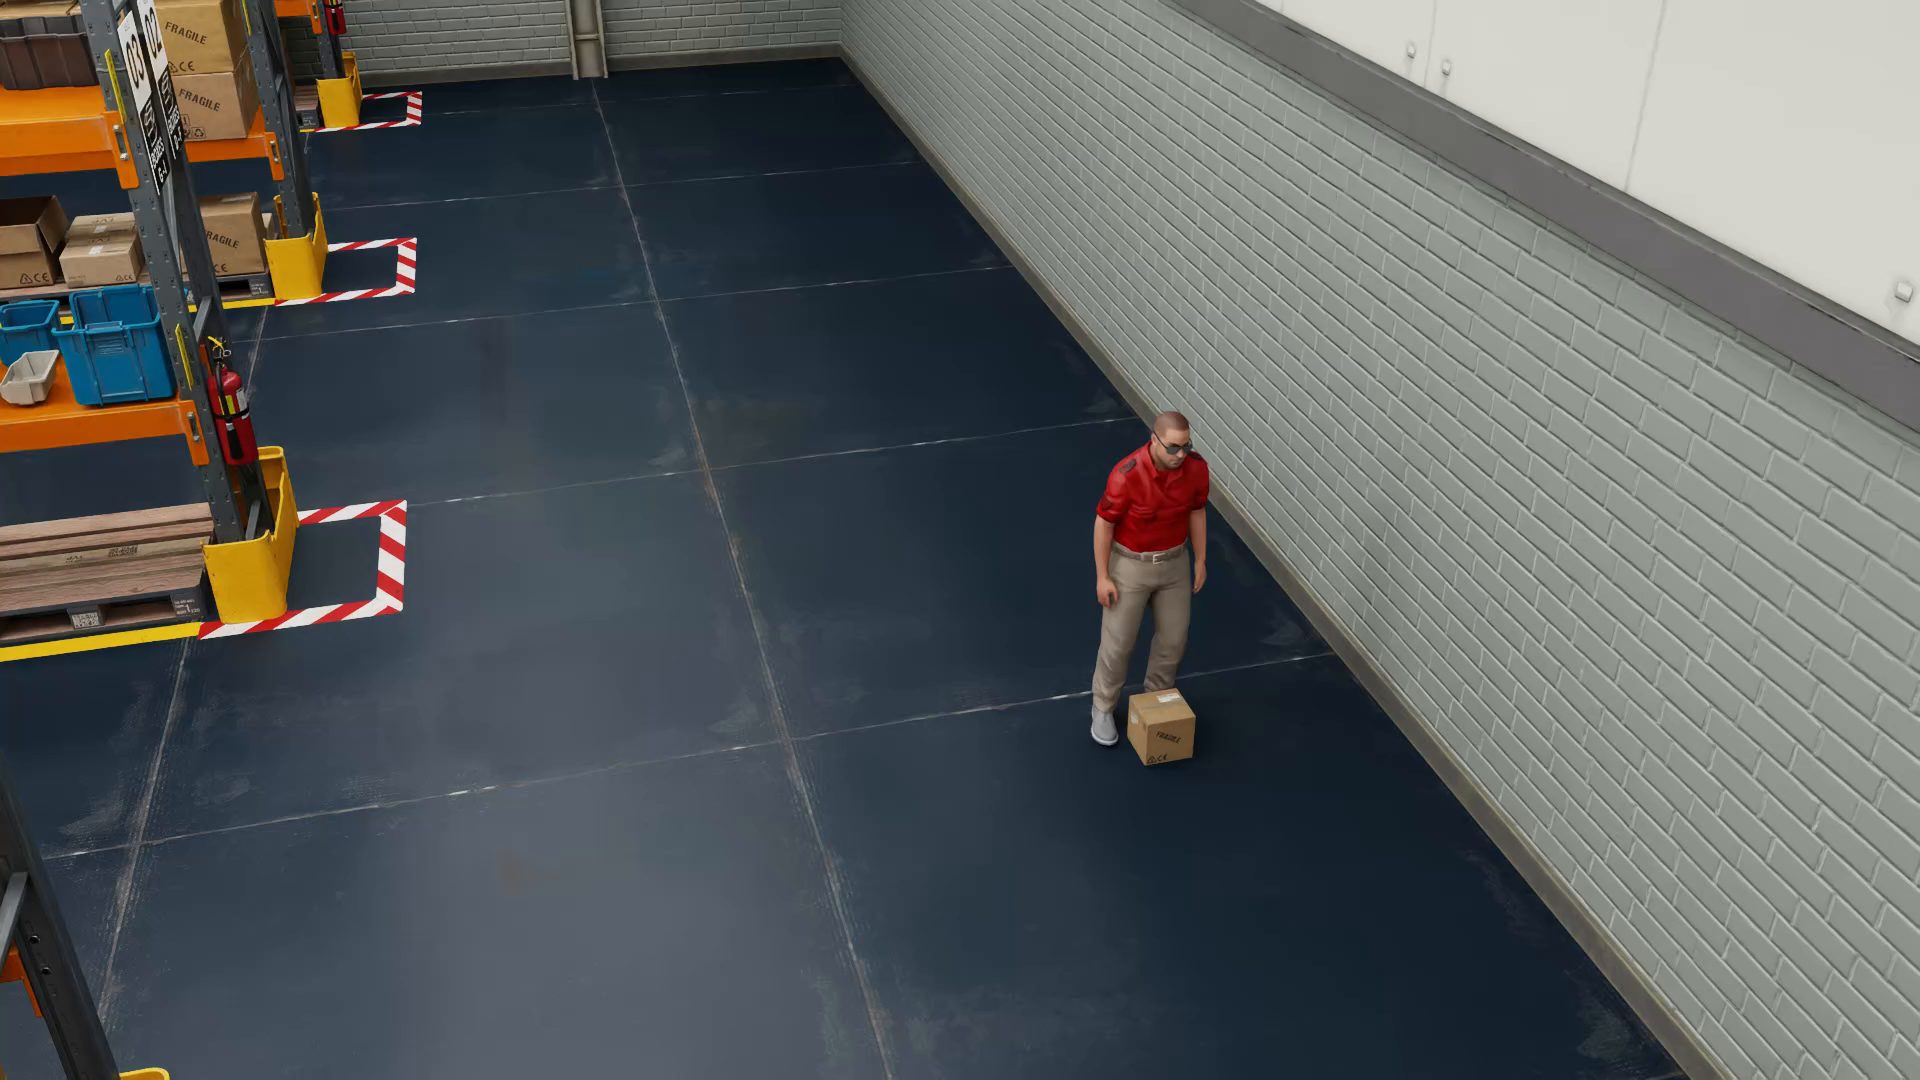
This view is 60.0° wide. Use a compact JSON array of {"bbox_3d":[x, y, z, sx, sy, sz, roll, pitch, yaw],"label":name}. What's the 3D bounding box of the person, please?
[{"bbox_3d":[0.915,0.152,7.993,0.601,1.726,0.395,-10,31,-16],"label":"person"}]
